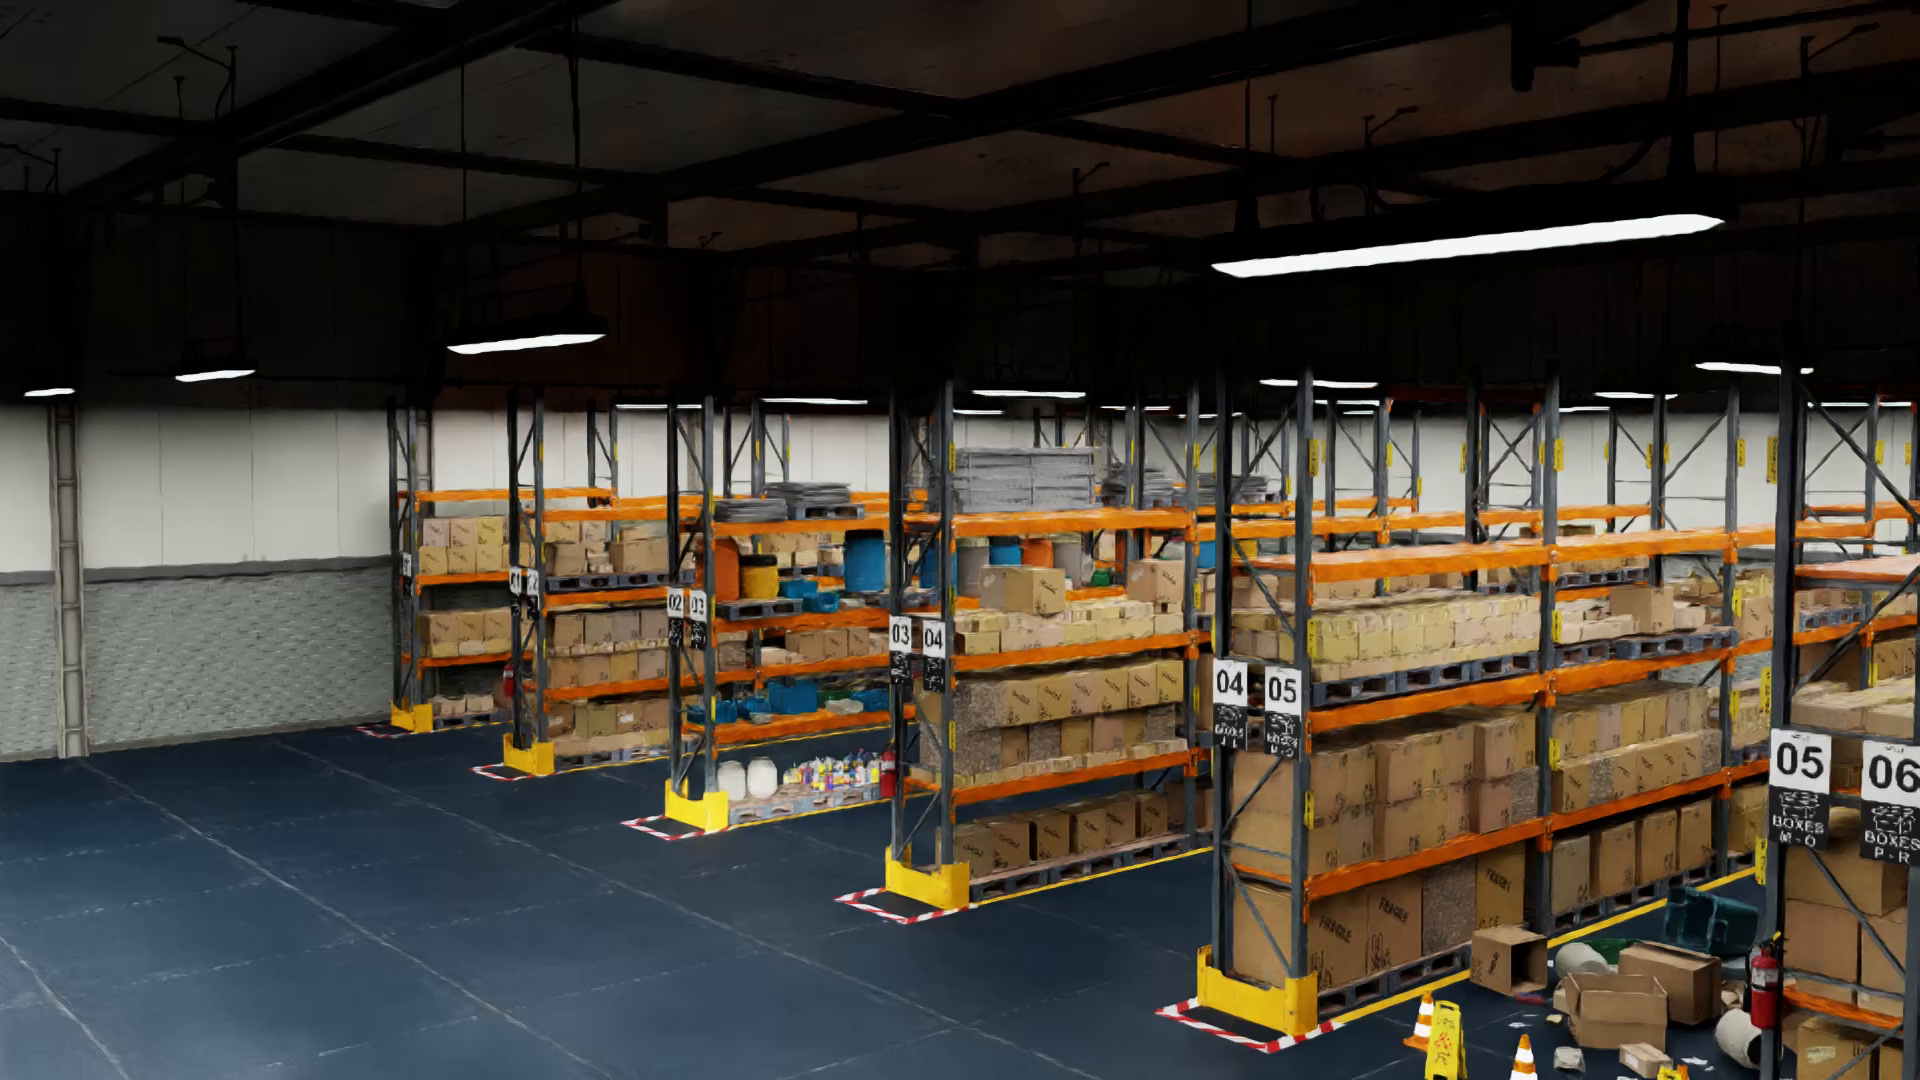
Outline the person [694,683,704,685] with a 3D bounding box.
[{"bbox_3d":[-4.910,2.470,31.279,1.120,1.709,0.556,-3,5,-43],"label":"person"}]
